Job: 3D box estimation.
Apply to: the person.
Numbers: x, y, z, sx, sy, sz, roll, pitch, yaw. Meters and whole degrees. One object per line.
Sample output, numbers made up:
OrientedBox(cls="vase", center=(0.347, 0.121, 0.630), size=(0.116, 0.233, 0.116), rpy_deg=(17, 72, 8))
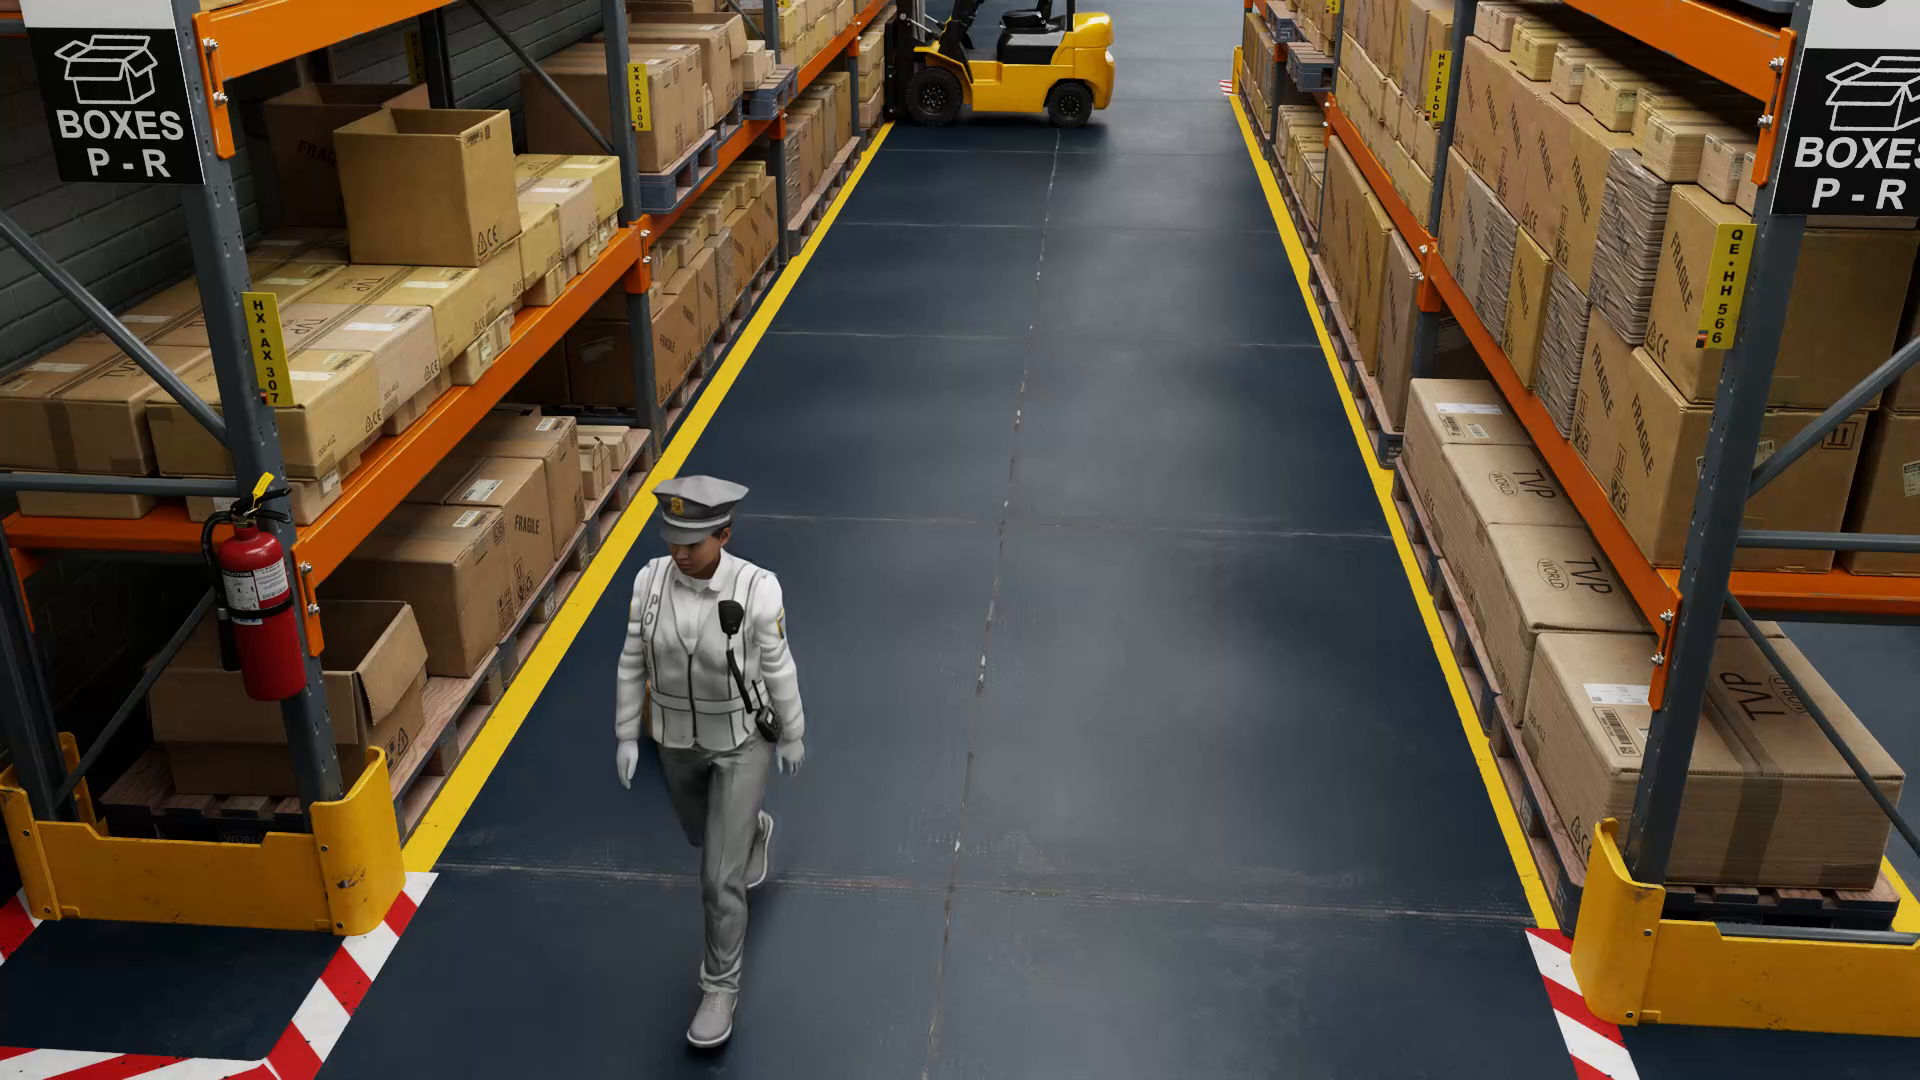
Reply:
OrientedBox(cls="person", center=(-0.728, 0.554, 4.883), size=(0.527, 1.621, 0.944), rpy_deg=(6, 25, 13))
